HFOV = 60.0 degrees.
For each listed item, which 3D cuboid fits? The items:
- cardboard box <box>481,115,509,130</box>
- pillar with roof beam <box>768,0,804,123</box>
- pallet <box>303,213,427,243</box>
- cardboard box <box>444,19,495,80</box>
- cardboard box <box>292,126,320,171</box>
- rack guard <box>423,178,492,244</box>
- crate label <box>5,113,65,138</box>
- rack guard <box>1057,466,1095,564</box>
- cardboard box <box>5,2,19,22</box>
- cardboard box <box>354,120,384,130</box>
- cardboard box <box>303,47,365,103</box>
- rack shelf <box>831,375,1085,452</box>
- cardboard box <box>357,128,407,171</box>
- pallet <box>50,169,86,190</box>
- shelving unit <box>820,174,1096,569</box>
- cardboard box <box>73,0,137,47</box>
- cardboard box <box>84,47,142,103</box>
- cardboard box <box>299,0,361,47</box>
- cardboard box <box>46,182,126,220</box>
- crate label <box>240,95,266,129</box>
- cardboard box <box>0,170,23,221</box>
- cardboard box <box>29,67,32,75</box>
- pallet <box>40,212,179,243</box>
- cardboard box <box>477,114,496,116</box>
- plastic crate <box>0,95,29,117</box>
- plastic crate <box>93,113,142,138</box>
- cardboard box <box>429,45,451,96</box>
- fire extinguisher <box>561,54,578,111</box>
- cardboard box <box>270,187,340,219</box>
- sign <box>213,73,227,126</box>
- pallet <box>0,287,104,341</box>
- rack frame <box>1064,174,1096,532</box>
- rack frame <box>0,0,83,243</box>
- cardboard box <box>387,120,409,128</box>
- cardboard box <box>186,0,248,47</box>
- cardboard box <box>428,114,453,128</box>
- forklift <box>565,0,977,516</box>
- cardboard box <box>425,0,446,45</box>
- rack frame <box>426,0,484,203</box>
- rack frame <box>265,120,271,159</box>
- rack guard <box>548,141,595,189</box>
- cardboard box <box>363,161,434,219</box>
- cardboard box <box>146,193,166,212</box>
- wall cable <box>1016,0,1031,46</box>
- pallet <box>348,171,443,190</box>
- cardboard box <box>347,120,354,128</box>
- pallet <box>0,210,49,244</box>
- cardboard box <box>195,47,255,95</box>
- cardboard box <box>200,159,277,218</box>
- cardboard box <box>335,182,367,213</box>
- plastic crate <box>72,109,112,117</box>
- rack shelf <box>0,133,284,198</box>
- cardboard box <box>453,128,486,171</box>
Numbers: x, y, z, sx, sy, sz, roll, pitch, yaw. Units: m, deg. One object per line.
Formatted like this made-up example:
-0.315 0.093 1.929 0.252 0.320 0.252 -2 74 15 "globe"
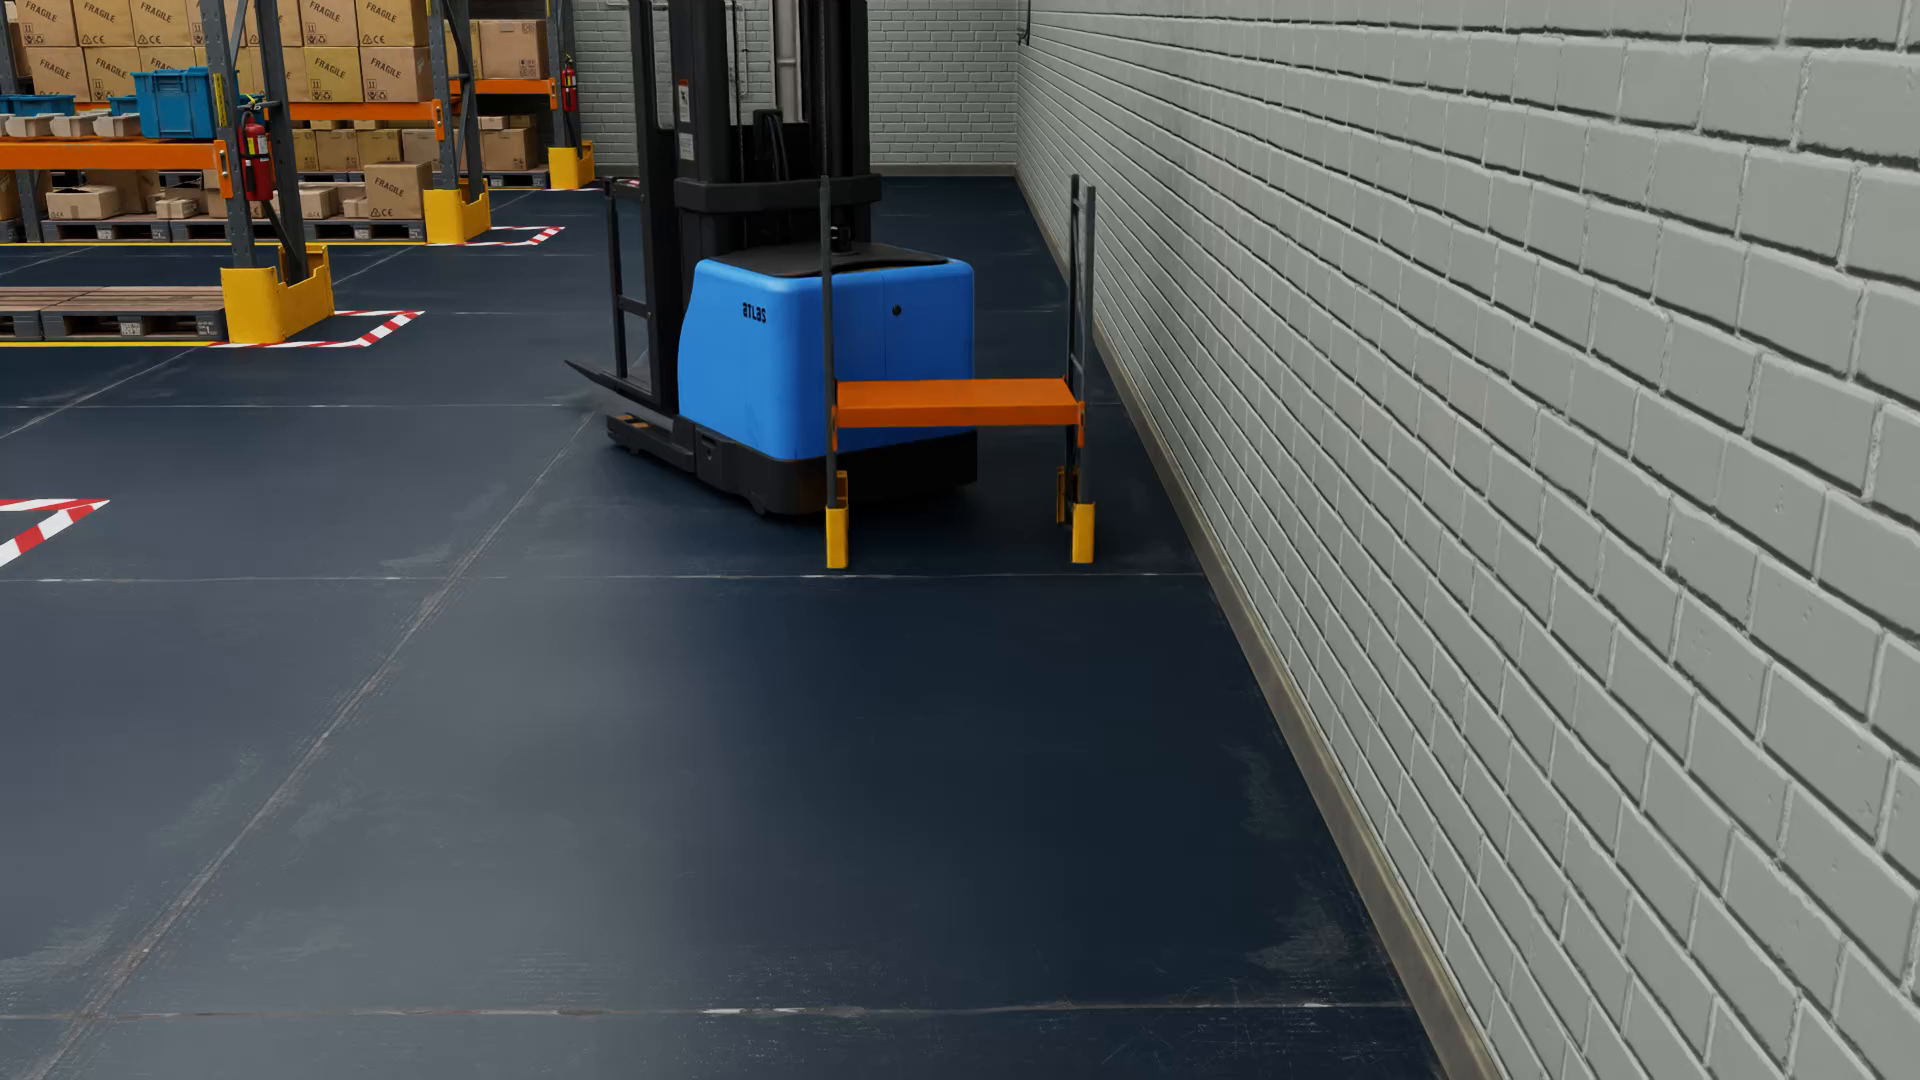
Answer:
-5.758 -5.172 20.604 0.250 0.149 0.380 0 18 -2 "cardboard box"
-2.180 -7.763 16.516 0.400 9.000 9.100 0 18 -1 "pillar with roof beam"
-5.725 -3.099 16.362 1.213 0.211 1.003 0 18 -1 "pallet"
-6.171 -6.075 20.582 0.700 0.700 0.980 0 18 -1 "cardboard box"
-8.184 -4.907 20.838 0.500 0.500 0.700 0 18 0 "cardboard box"
-4.928 -3.241 16.331 0.348 0.500 1.175 0 18 -1 "rack guard"
-6.158 -2.756 11.063 0.243 0.136 0.396 0 18 -1 "crate label"
0.484 -0.112 6.987 0.087 0.250 0.587 -1 18 -4 "rack guard"
-11.438 -6.391 20.149 0.500 0.250 0.500 0 18 0 "cardboard box"
-7.317 -5.164 20.578 0.250 0.149 0.380 -1 18 -2 "cardboard box"
-5.814 -4.390 15.658 0.500 0.500 0.500 0 18 0 "cardboard box"
-0.022 -0.525 6.818 1.000 0.185 0.538 -1 18 -4 "rack shelf"
-7.169 -4.910 20.848 0.500 0.500 0.700 0 18 0 "cardboard box"
-10.927 -4.564 20.928 1.213 0.211 1.003 0 18 -1 "pallet"
-0.013 -0.697 6.764 1.083 1.500 0.587 -1 18 -4 "shelving unit"
-7.860 -4.855 15.470 0.500 0.500 0.500 -1 18 -3 "cardboard box"
-7.826 -4.382 15.634 0.500 0.500 0.500 0 18 0 "cardboard box"
-5.798 -4.866 15.505 0.500 0.500 0.500 0 18 1 "cardboard box"
-8.428 -3.277 16.034 0.500 0.311 0.500 0 18 -1 "cardboard box"
-5.030 -2.967 11.560 0.303 0.233 0.416 0 18 -1 "crate label"
-9.340 -3.341 15.925 0.500 0.500 0.500 0 18 -1 "cardboard box"
-11.314 -5.741 20.412 0.250 0.149 0.380 0 18 0 "cardboard box"
-8.165 -3.087 16.326 1.213 0.211 1.003 0 18 -1 "pallet"
-6.017 -5.288 20.963 0.250 0.149 0.380 0 18 -1 "cardboard box"
-6.646 -2.959 11.536 0.300 0.233 0.416 0 18 -1 "plastic crate"
-5.590 -2.762 11.081 0.243 0.136 0.396 0 18 -1 "plastic crate"
-5.300 -4.557 16.179 0.500 0.500 0.500 0 18 0 "cardboard box"
-4.776 -5.589 20.298 0.183 0.674 0.296 0 18 -1 "fire extinguisher"
-6.342 -3.258 16.075 0.500 0.250 0.500 0 18 -1 "cardboard box"
-4.753 -2.828 10.686 0.005 0.325 0.100 0 18 -1 "sign"
-6.820 -1.593 11.669 1.213 0.211 1.003 0 18 -1 "pallet"
0.485 -0.707 6.796 0.032 1.500 0.500 -1 18 -4 "rack frame"
-8.852 -4.412 15.890 0.127 3.000 1.000 0 18 -1 "rack frame"
-7.031 -5.283 20.948 0.250 0.149 0.380 -1 18 -2 "cardboard box"
-6.830 -4.860 15.485 0.500 0.500 0.500 0 18 1 "cardboard box"
-6.522 -5.285 20.956 0.250 0.149 0.380 0 18 0 "cardboard box"
-1.156 -1.896 8.158 1.130 2.935 3.031 -11 21 -32 "forklift"
-5.300 -5.033 16.027 0.500 0.500 0.500 0 18 1 "cardboard box"
-4.852 -4.431 15.950 0.127 3.000 1.000 0 18 -1 "rack frame"
-8.933 -5.925 20.606 0.127 3.000 1.000 0 18 -1 "rack frame"
-4.910 -4.754 21.049 0.348 0.500 1.175 0 18 -1 "rack guard"
-5.392 -3.373 16.022 0.500 0.500 0.500 0 18 -1 "cardboard box"
-7.912 -3.373 16.600 0.250 0.149 0.380 0 18 -1 "cardboard box"
0.727 -7.240 19.969 0.112 2.526 3.097 0 18 -1 "wall cable"
-6.949 -4.584 20.990 1.213 0.211 1.003 0 18 -1 "pallet"
-7.542 -5.280 20.940 0.250 0.149 0.380 -1 18 -3 "cardboard box"
-9.664 -3.069 16.268 1.213 0.211 1.003 0 18 -1 "pallet"
-6.817 -4.387 15.648 0.500 0.500 0.500 -1 18 -2 "cardboard box"
-6.973 -3.443 16.237 0.637 0.503 0.797 0 18 -1 "cardboard box"
-5.900 -3.413 16.558 0.500 0.250 0.500 0 18 -1 "cardboard box"
-6.030 -2.941 11.639 0.298 0.136 0.250 0 18 -1 "plastic crate"
-6.777 -2.566 11.314 4.000 0.370 1.077 0 18 -1 "rack shelf"
-6.133 -4.917 20.871 0.500 0.500 0.700 0 18 -1 "cardboard box"
